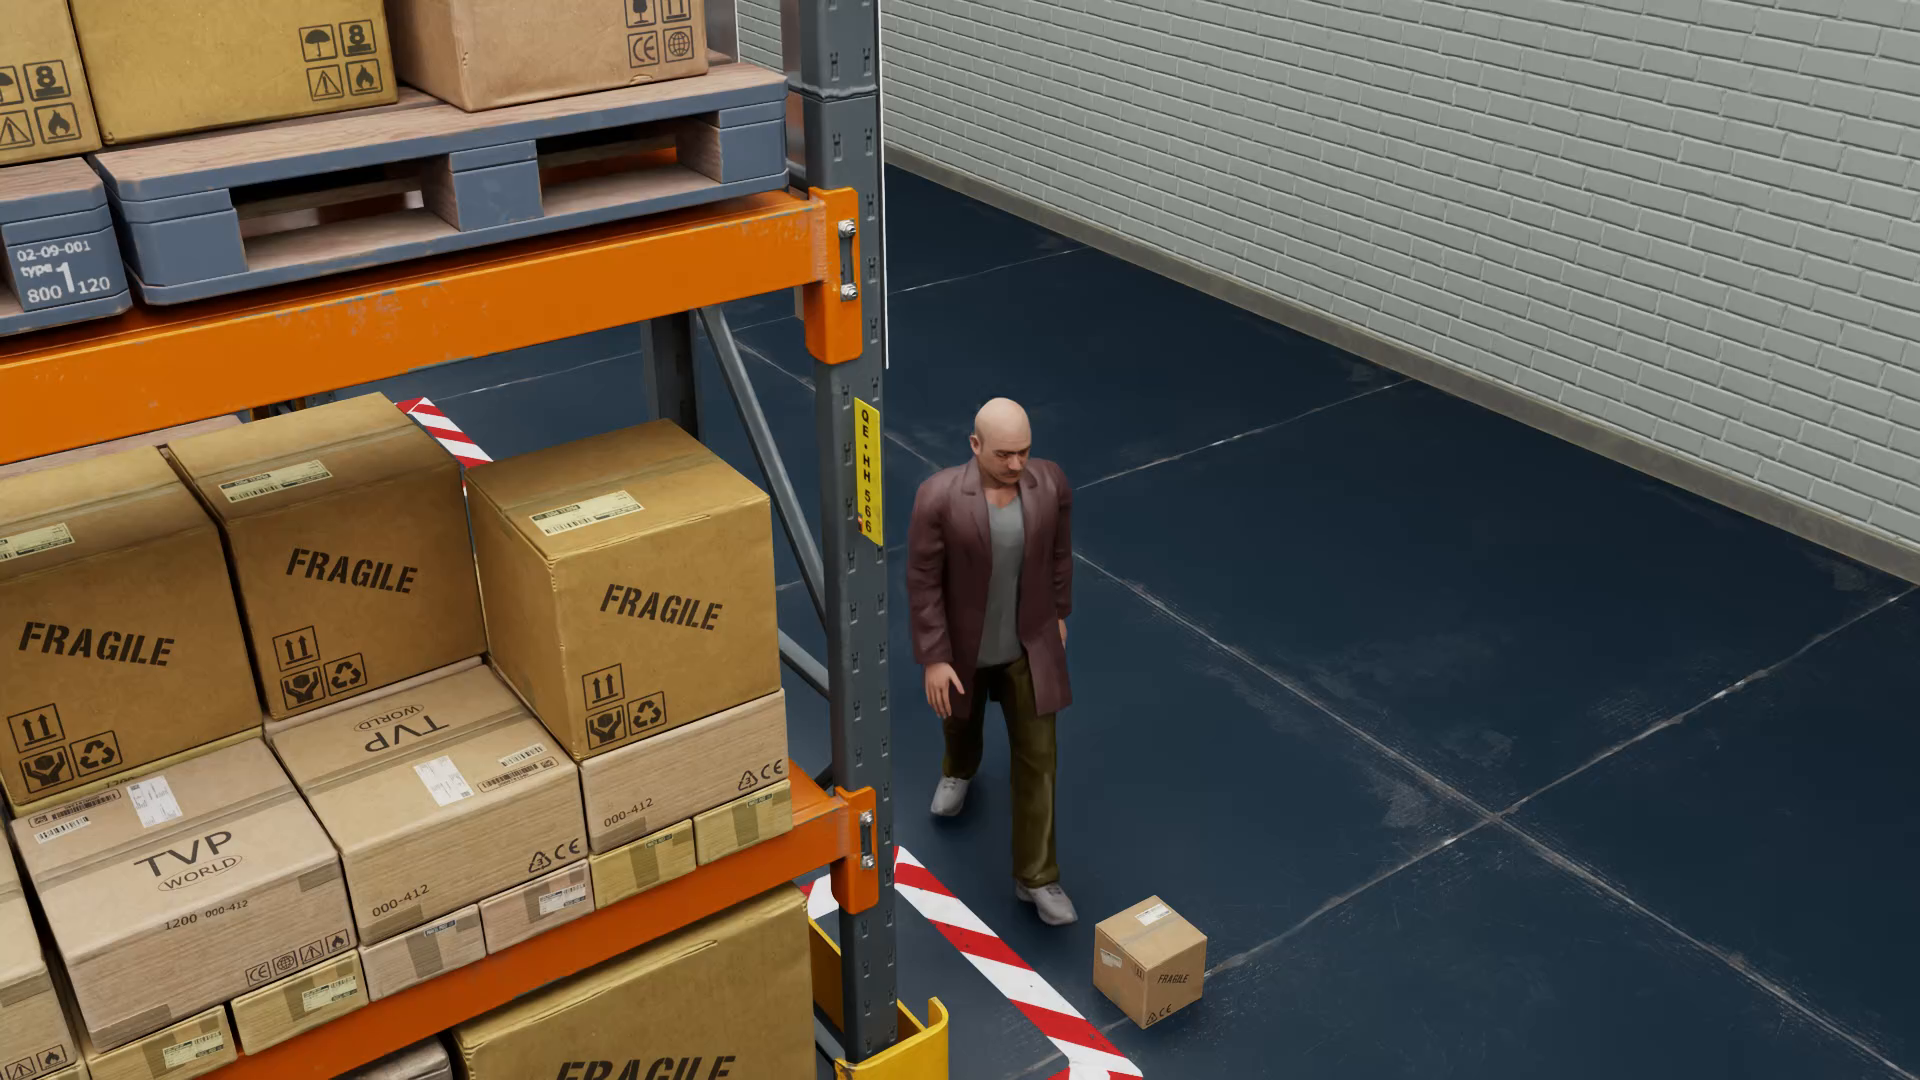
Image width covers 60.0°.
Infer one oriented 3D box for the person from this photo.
[{"bbox_3d":[0.112,0.348,5.475,0.579,1.740,1.042,-3,28,-6],"label":"person"}]
